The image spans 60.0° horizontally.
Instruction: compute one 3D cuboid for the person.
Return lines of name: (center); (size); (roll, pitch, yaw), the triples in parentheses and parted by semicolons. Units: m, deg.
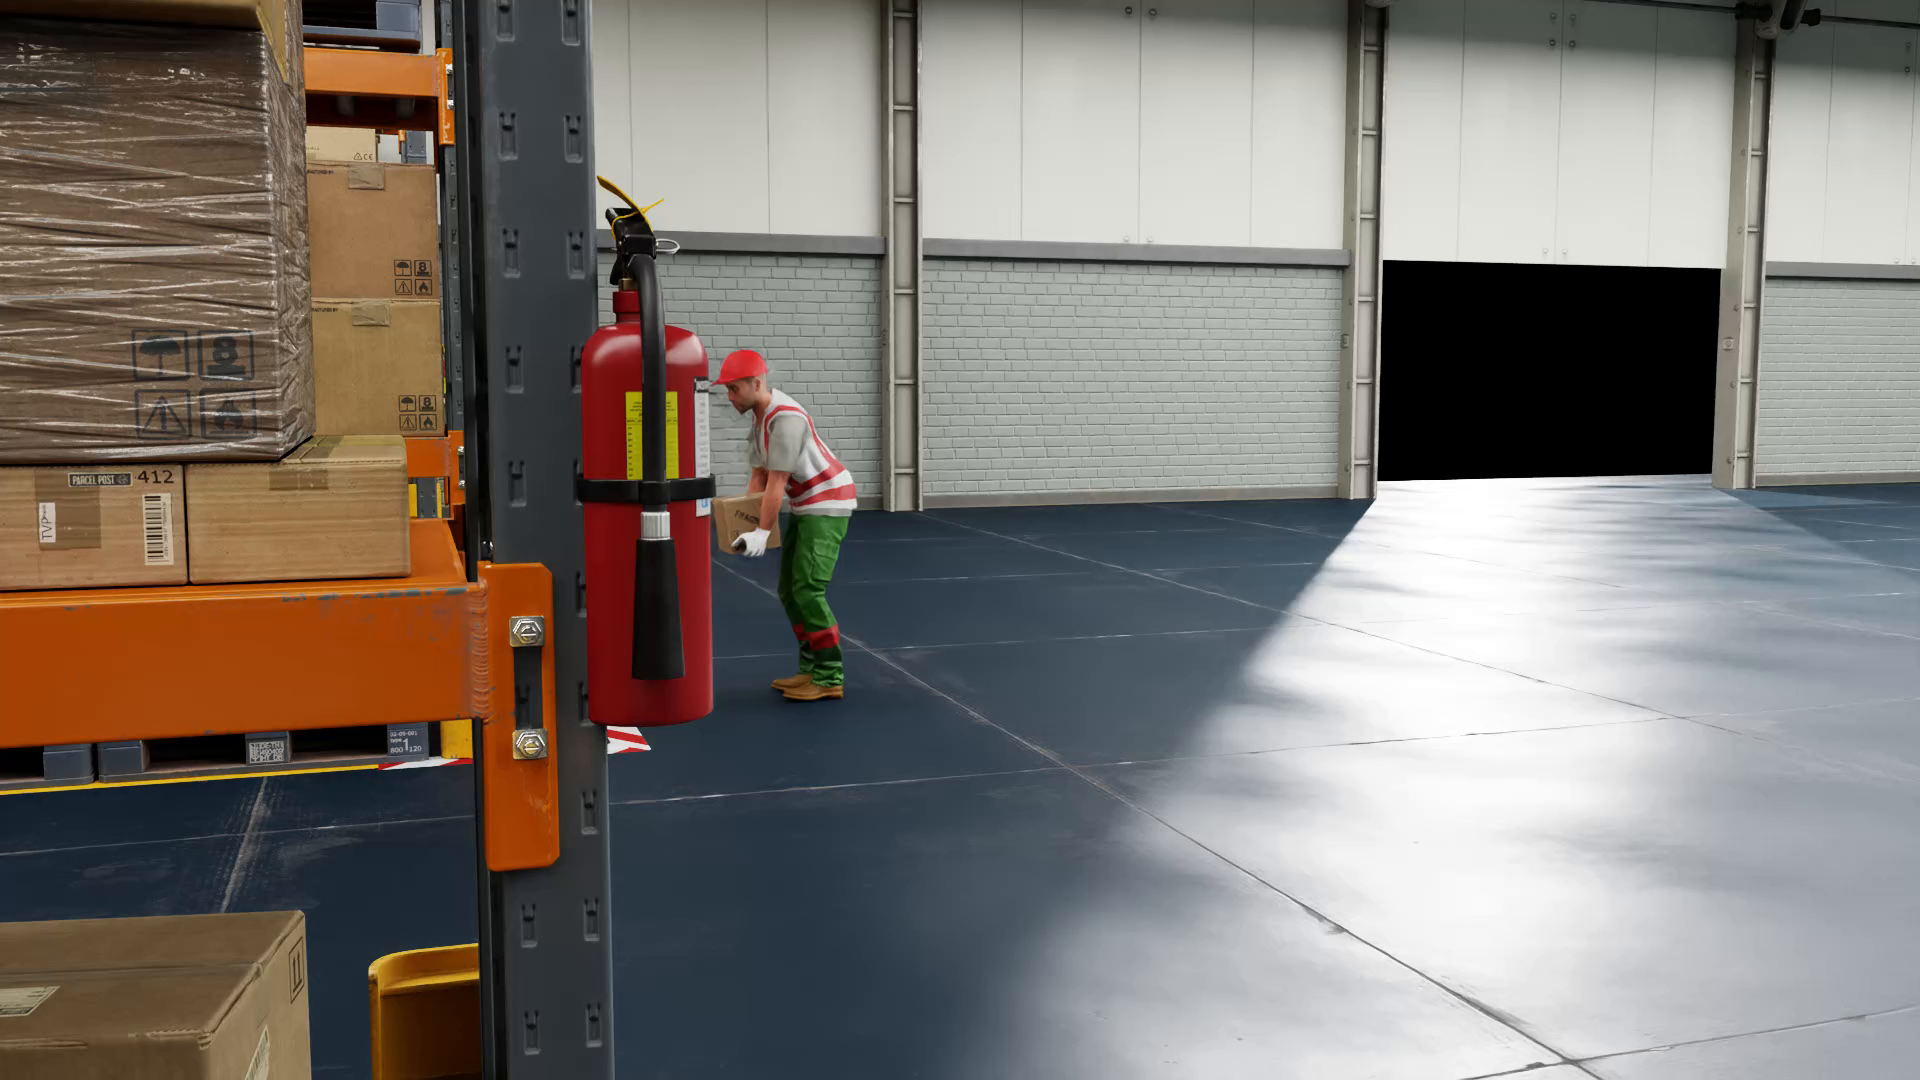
person: (-0.843, -0.072, 7.975); (0.691, 1.669, 0.489); (-2, 6, -20)
